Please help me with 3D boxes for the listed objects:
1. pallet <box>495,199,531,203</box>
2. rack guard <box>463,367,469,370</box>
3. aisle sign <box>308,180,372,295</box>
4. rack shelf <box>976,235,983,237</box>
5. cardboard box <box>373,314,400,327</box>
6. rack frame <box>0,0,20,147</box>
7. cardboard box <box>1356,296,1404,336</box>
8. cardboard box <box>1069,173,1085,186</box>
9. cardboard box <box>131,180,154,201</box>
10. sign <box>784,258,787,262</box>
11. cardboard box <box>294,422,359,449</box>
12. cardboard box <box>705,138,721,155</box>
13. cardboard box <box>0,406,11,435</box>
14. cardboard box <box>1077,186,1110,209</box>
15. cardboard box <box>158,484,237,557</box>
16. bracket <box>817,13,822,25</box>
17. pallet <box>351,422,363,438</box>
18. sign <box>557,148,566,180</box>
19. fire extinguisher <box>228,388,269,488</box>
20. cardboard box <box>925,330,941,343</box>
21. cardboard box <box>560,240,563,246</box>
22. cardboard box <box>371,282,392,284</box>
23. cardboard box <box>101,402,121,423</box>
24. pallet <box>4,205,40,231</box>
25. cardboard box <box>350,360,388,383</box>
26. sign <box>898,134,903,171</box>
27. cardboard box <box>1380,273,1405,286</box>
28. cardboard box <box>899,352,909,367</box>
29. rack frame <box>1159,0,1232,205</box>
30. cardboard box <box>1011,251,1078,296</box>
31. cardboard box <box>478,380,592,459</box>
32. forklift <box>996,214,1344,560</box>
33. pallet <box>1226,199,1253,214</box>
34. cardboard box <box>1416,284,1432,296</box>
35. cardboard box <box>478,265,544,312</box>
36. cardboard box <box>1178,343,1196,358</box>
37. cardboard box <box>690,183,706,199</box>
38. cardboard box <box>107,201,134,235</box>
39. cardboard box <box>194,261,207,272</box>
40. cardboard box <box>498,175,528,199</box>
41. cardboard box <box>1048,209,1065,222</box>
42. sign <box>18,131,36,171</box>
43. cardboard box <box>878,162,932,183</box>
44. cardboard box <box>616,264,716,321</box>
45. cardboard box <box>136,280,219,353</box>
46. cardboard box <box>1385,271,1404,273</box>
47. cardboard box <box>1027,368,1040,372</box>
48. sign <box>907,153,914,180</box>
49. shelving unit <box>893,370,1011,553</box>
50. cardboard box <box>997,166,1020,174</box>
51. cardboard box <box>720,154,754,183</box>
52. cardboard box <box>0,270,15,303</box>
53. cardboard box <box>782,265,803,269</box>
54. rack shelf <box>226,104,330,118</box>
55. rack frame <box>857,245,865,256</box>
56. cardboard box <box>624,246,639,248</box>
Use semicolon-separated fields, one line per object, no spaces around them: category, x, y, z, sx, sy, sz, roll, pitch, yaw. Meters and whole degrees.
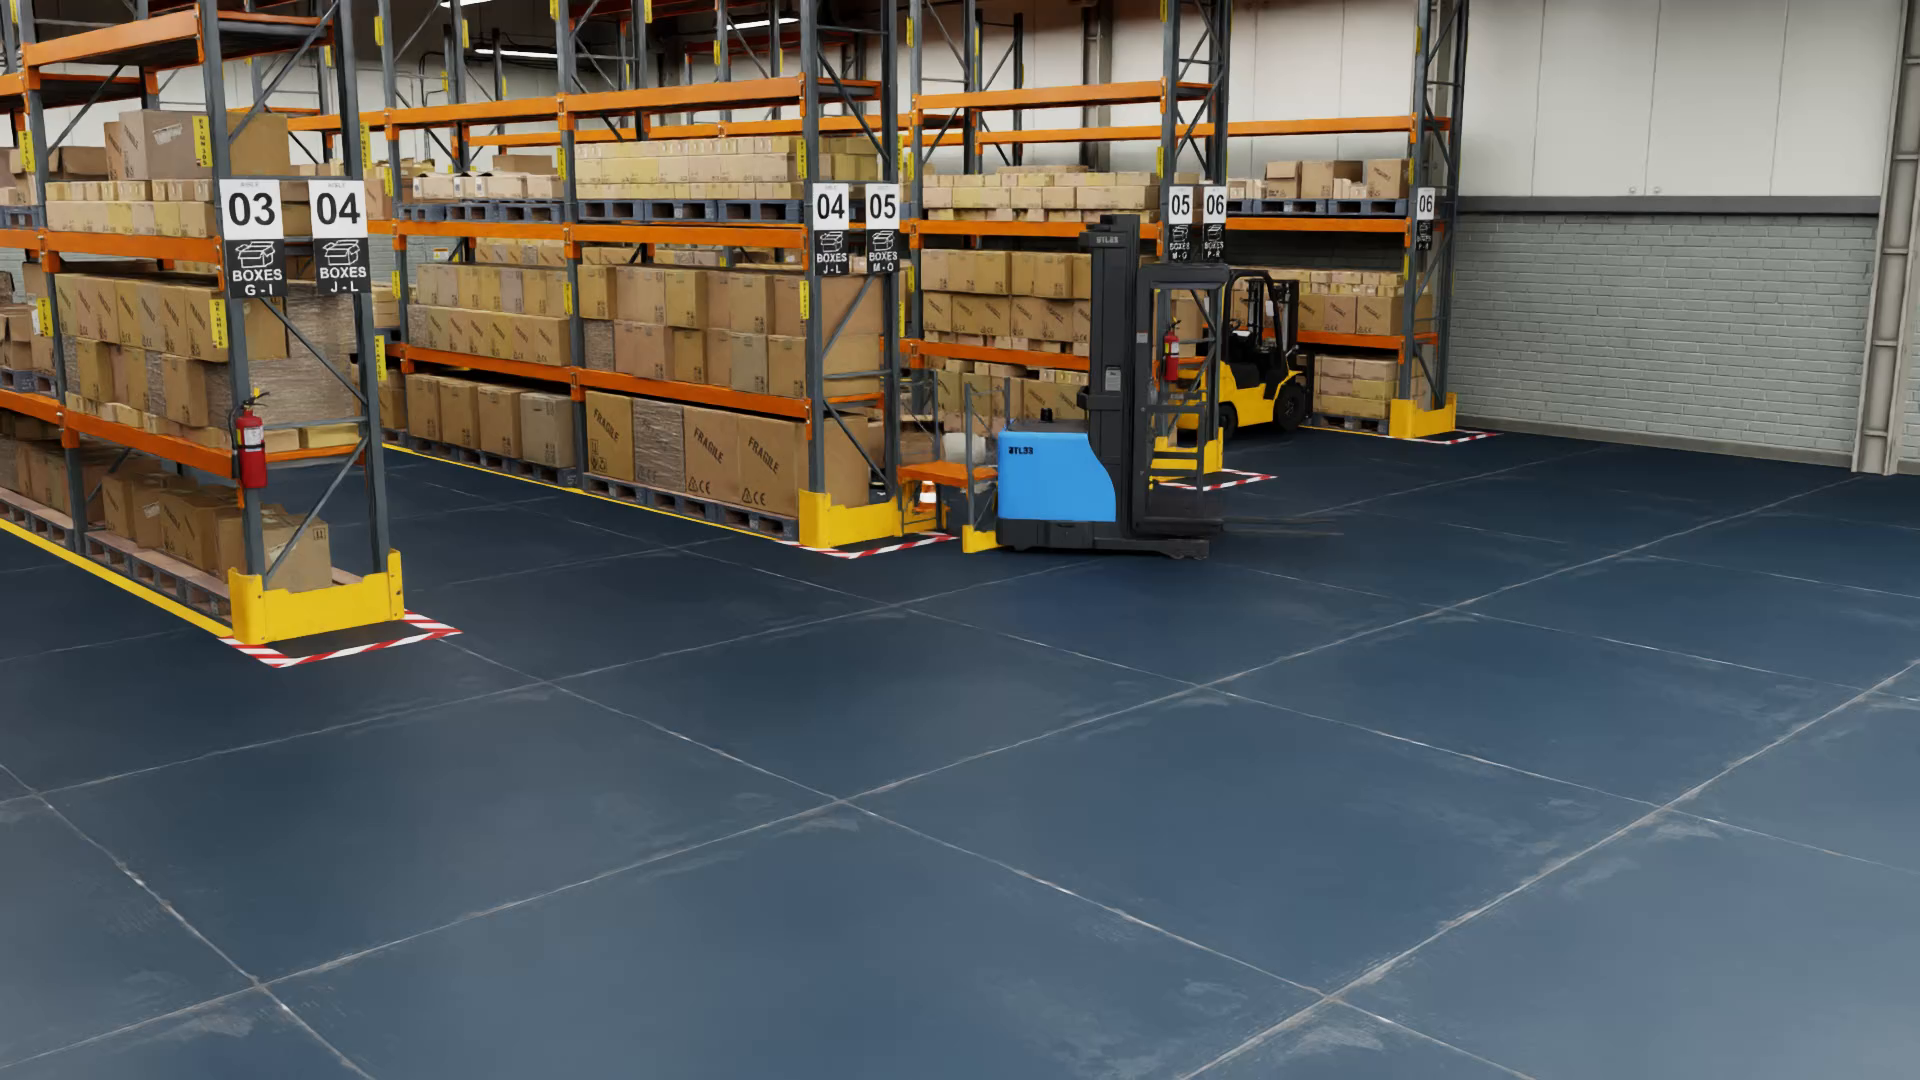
pallet;-7.132;-5.677;28.159;1.003;0.211;1.213;-11;16;-43
rack guard;-8.515;-3.316;30.105;1.175;0.500;0.348;-11;16;-43
aisle sign;-4.357;-2.127;11.696;0.394;0.787;0.004;-11;16;-43
rack shelf;1.995;-4.886;25.882;1.077;0.370;4.000;-11;16;-43
cardboard box;-7.157;-2.755;20.771;0.380;0.149;0.250;-11;16;-42
rack frame;-10.141;-4.926;16.861;1.000;3.000;0.127;-11;16;-43
cardboard box;5.609;-2.978;22.023;0.500;0.500;0.500;-11;16;-44
cardboard box;1.462;-4.105;18.954;0.380;0.149;0.250;-11;16;-43
cardboard box;-5.927;-2.599;12.383;0.250;0.149;0.380;11;16;42
sign;-2.588;-3.974;24.434;0.100;0.325;0.005;-11;16;-43
cardboard box;-4.641;-0.772;12.187;0.380;0.149;0.250;-11;16;-43
cardboard box;-2.137;-3.638;15.400;0.380;0.149;0.250;-11;16;-42
cardboard box;-9.657;-1.253;17.144;0.500;0.250;0.500;-10;15;-40
cardboard box;1.666;-3.855;18.731;0.500;0.250;0.500;-11;16;-43
cardboard box;-6.245;-0.160;13.745;0.500;0.500;0.500;10;15;40
bracket;-2.521;-9.585;30.550;0.235;0.232;0.430;-11;16;-43
pallet;-7.861;-1.591;22.449;1.003;0.211;1.213;-11;16;-43
sign;-4.107;-3.880;17.155;0.100;0.325;0.005;-11;16;-43
fire extinguisher;-4.871;-0.702;11.414;0.296;0.674;0.183;-11;16;-43
cardboard box;-0.226;-2.572;20.921;0.380;0.149;0.250;-11;16;-43
cardboard box;-6.283;-4.863;27.089;0.380;0.149;0.250;-10;16;-41
cardboard box;-7.741;-3.361;22.240;0.380;0.149;0.250;-11;16;-43
cardboard box;-6.770;-1.060;13.582;0.380;0.149;0.250;-11;16;-43
pallet;-7.728;-2.886;14.858;1.213;0.211;1.003;-11;16;-43
cardboard box;-7.842;-2.225;21.911;0.500;0.250;0.500;-10;16;-41
sign;-0.554;-3.509;15.054;0.100;0.325;0.005;-11;16;-43
cardboard box;5.739;-3.429;21.867;0.380;0.149;0.250;-11;16;-42
cardboard box;-0.907;-3.298;28.979;0.500;0.500;0.500;11;16;43
rack frame;2.551;-5.140;17.896;1.000;3.000;0.127;-11;16;-43
cardboard box;1.026;-3.157;19.678;0.700;0.500;0.500;-11;16;-43
cardboard box;-4.879;-1.404;19.165;1.050;0.750;0.750;-11;16;-43
forklift;1.877;-1.379;14.681;3.031;2.935;1.130;2;12;8
pallet;3.984;-4.782;23.815;1.003;0.211;1.213;-11;16;-43
cardboard box;6.092;-3.346;22.202;0.250;0.149;0.380;11;16;44
cardboard box;-5.122;-2.913;19.232;0.700;0.500;0.500;-11;16;-43
cardboard box;2.466;-2.157;18.908;0.380;0.149;0.250;-11;16;-42
cardboard box;-2.311;-3.284;15.659;0.380;0.149;0.250;-11;16;-42
cardboard box;-6.179;-2.472;12.754;0.500;0.250;0.500;-11;16;-44
cardboard box;-11.195;-4.262;25.041;0.500;0.500;0.500;-11;16;-44
cardboard box;-4.734;-3.881;18.302;0.500;0.250;0.500;-11;16;-43
cardboard box;1.238;-3.751;19.214;0.250;0.149;0.380;11;16;44
sign;-7.778;-3.242;13.860;0.100;0.325;0.005;-11;16;-43
cardboard box;-0.704;-4.698;21.279;0.500;0.250;0.500;-10;16;-41
cardboard box;-3.028;-2.560;17.196;0.875;0.550;0.550;-11;16;-43
cardboard box;-5.868;-1.696;12.587;0.500;0.500;0.500;-11;16;-43
cardboard box;5.923;-3.532;22.369;0.380;0.149;0.250;-10;15;-41
cardboard box;0.744;-1.889;20.898;0.500;0.500;0.500;-11;16;-42
sign;-0.610;-4.623;20.563;0.100;0.325;0.005;-11;16;-43
shelving unit;-0.071;-0.736;15.068;0.587;1.500;1.083;-12;16;-39
cardboard box;0.938;-5.694;26.486;0.500;0.500;0.500;-11;16;-42
cardboard box;-1.844;-3.399;15.225;0.500;0.250;0.500;-11;16;-42
cardboard box;-10.634;-2.637;17.883;0.797;0.503;0.637;-10;15;-41
cardboard box;-2.094;-3.520;22.875;0.500;0.500;0.500;-11;16;-42
rack shelf;-10.628;-6.124;24.467;1.077;0.370;4.000;-11;16;-43
rack frame;-2.149;-4.645;30.362;1.000;3.000;0.127;-11;16;-43
cardboard box;-5.246;-4.461;26.745;0.500;0.500;0.500;-10;15;-41
